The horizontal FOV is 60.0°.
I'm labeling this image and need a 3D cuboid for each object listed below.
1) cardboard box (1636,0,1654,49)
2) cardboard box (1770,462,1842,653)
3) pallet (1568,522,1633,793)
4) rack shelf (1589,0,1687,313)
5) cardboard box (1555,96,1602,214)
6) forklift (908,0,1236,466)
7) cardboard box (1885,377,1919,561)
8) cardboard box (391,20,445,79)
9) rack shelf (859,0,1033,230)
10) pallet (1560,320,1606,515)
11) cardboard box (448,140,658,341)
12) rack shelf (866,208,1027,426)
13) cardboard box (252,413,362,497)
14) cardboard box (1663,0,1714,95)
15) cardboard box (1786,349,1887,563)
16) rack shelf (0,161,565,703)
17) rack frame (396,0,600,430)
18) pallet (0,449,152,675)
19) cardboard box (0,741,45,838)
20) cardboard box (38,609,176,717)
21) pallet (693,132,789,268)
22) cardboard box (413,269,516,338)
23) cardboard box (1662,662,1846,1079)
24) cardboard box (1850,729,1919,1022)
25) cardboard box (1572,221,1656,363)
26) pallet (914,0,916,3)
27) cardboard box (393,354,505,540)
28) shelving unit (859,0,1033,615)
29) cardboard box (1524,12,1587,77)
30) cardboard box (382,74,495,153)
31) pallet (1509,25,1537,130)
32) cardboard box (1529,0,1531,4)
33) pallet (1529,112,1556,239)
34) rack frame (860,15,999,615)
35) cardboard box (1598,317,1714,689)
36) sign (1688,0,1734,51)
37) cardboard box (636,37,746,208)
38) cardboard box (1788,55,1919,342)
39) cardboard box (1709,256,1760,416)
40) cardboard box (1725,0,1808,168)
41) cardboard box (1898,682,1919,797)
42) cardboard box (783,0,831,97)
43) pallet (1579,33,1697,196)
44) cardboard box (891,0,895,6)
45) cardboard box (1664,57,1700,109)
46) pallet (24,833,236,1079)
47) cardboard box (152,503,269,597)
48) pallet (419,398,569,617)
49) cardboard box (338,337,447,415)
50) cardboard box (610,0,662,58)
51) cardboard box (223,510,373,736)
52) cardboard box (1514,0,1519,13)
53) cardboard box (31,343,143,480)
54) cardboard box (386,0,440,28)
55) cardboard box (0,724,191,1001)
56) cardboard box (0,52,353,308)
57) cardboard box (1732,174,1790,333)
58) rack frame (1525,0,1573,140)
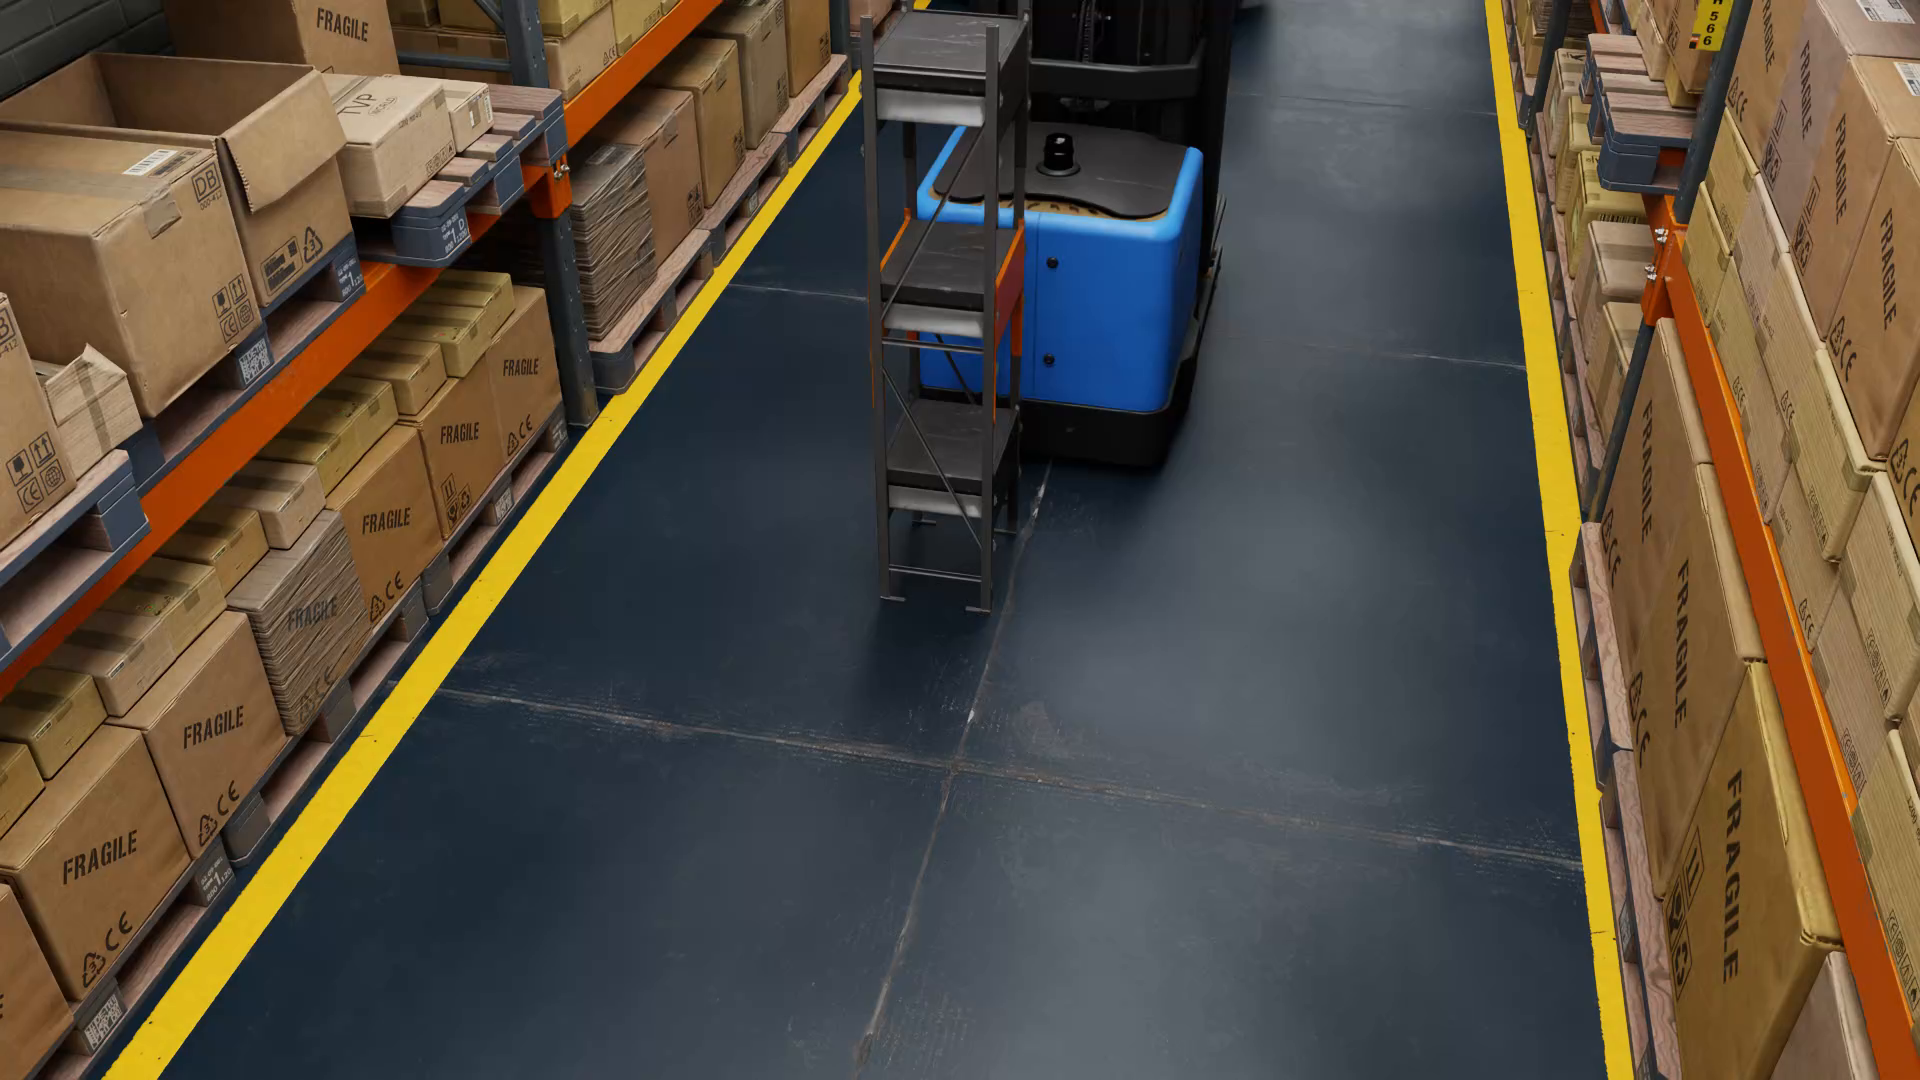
[{"bbox_3d":[2.736,-1.891,6.159,0.380,0.149,0.250,6,36,8],"label":"cardboard box"},{"bbox_3d":[2.175,0.041,3.765,0.500,0.250,0.500,7,37,10],"label":"cardboard box"},{"bbox_3d":[2.595,0.423,5.487,1.003,0.211,1.213,7,37,10],"label":"pallet"},{"bbox_3d":[3.264,-2.004,7.072,1.077,0.370,4.000,7,37,10],"label":"rack shelf"},{"bbox_3d":[3.432,-1.834,8.106,0.950,0.372,0.625,10,37,13],"label":"cardboard box"},{"bbox_3d":[0.631,-2.341,6.983,1.130,2.935,3.031,8,37,11],"label":"forklift"},{"bbox_3d":[2.064,-0.174,2.997,0.500,0.500,0.500,8,37,11],"label":"cardboard box"},{"bbox_3d":[-2.167,-1.998,6.578,0.500,0.250,0.500,7,36,9],"label":"cardboard box"},{"bbox_3d":[-0.035,-1.311,5.100,0.431,0.518,0.480,7,37,10],"label":"rack shelf"},{"bbox_3d":[3.006,-0.468,6.715,1.003,0.211,1.213,7,37,10],"label":"pallet"},{"bbox_3d":[-1.866,-1.333,7.199,0.875,0.625,0.625,8,37,11],"label":"cardboard box"},{"bbox_3d":[-0.035,-0.744,5.511,0.431,0.518,0.480,7,37,10],"label":"rack shelf"},{"bbox_3d":[-2.152,-0.280,5.300,0.380,0.149,0.250,7,36,9],"label":"cardboard box"},{"bbox_3d":[2.663,-1.775,5.447,0.500,0.500,0.500,6,36,9],"label":"cardboard box"},{"bbox_3d":[2.137,-0.161,3.619,0.500,0.250,0.500,8,37,11],"label":"cardboard box"},{"bbox_3d":[-2.440,-0.331,4.764,1.077,0.370,4.000,7,37,10],"label":"rack shelf"},{"bbox_3d":[-2.013,-1.769,6.135,1.000,3.000,0.127,7,37,10],"label":"rack frame"},{"bbox_3d":[-2.590,0.158,3.640,1.003,0.211,1.213,7,37,10],"label":"pallet"},{"bbox_3d":[-2.503,0.614,4.066,0.380,0.149,0.250,6,36,8],"label":"cardboard box"},{"bbox_3d":[-2.368,0.317,4.476,0.380,0.149,0.250,7,37,10],"label":"cardboard box"},{"bbox_3d":[-1.536,-1.804,8.559,1.003,0.211,1.213,7,37,10],"label":"pallet"},{"bbox_3d":[-1.871,-0.875,6.120,0.380,0.149,0.250,6,36,8],"label":"cardboard box"},{"bbox_3d":[2.222,0.950,3.835,0.875,0.875,0.875,8,37,11],"label":"cardboard box"},{"bbox_3d":[1.942,0.625,2.960,0.500,0.250,0.500,7,36,9],"label":"cardboard box"},{"bbox_3d":[3.117,-1.002,6.957,0.950,0.372,0.625,7,36,9],"label":"cardboard box"},{"bbox_3d":[-0.689,-4.085,11.707,1.003,0.211,1.213,7,37,10],"label":"pallet"},{"bbox_3d":[-2.010,-0.372,5.979,0.500,0.500,0.500,7,36,9],"label":"cardboard box"},{"bbox_3d":[-0.035,-0.755,5.503,0.431,2.100,0.503,7,37,10],"label":"shelving unit"},{"bbox_3d":[3.555,-2.871,9.641,0.500,0.250,0.500,9,37,12],"label":"cardboard box"},{"bbox_3d":[-1.778,-1.412,5.499,0.380,0.149,0.250,8,37,11],"label":"cardboard box"},{"bbox_3d":[3.800,-2.702,9.799,1.003,0.211,1.213,7,37,10],"label":"pallet"},{"bbox_3d":[3.663,-3.467,9.824,0.500,0.500,0.500,8,37,11],"label":"cardboard box"},{"bbox_3d":[3.527,-1.866,8.645,1.003,0.211,1.213,7,37,10],"label":"pallet"},{"bbox_3d":[-0.087,-0.615,5.310,0.400,2.100,0.015,7,37,10],"label":"rack frame"},{"bbox_3d":[2.609,-0.073,5.247,0.875,0.875,0.875,7,37,10],"label":"cardboard box"},{"bbox_3d":[2.305,-1.648,5.049,0.100,0.325,0.005,7,37,10],"label":"sign"},{"bbox_3d":[-1.591,-2.095,8.250,0.875,0.625,0.625,6,36,8],"label":"cardboard box"},{"bbox_3d":[2.271,-0.762,3.808,0.500,0.500,0.500,8,37,11],"label":"cardboard box"},{"bbox_3d":[2.394,-0.542,4.570,0.500,0.250,0.500,6,36,9],"label":"cardboard box"},{"bbox_3d":[2.493,-1.342,4.608,0.500,0.500,0.500,6,36,8],"label":"cardboard box"},{"bbox_3d":[1.939,0.432,2.800,0.500,0.250,0.500,8,37,11],"label":"cardboard box"},{"bbox_3d":[-1.259,-2.970,9.458,0.875,0.625,0.625,9,37,12],"label":"cardboard box"},{"bbox_3d":[2.885,-1.493,5.917,1.213,0.211,1.003,7,37,10],"label":"pallet"},{"bbox_3d":[-0.638,-3.648,10.712,0.500,0.250,0.500,7,36,9],"label":"cardboard box"},{"bbox_3d":[2.664,-1.597,5.754,0.380,0.149,0.250,8,37,11],"label":"cardboard box"},{"bbox_3d":[-2.730,1.182,4.439,1.003,0.211,1.213,7,37,10],"label":"pallet"},{"bbox_3d":[-2.284,0.017,4.890,0.380,0.149,0.250,7,37,10],"label":"cardboard box"},{"bbox_3d":[-2.209,-0.216,6.369,1.003,0.211,1.213,7,37,10],"label":"pallet"},{"bbox_3d":[-1.998,-0.569,5.698,0.380,0.149,0.250,6,36,8],"label":"cardboard box"},{"bbox_3d":[-1.567,-2.220,6.884,0.500,0.250,0.500,7,36,9],"label":"cardboard box"},{"bbox_3d":[-2.212,0.229,5.151,0.500,0.500,0.500,6,36,8],"label":"cardboard box"},{"bbox_3d":[3.772,-3.469,10.465,0.500,0.250,0.500,8,37,11],"label":"cardboard box"},{"bbox_3d":[-2.195,-0.340,3.919,0.396,0.266,0.258,9,37,12],"label":"cardboard box"},{"bbox_3d":[-2.188,-2.203,6.435,0.500,0.250,0.500,8,37,11],"label":"cardboard box"},{"bbox_3d":[-2.440,0.811,4.347,0.500,0.500,0.500,7,36,9],"label":"cardboard box"},{"bbox_3d":[-2.181,-1.022,4.658,0.797,0.503,0.637,7,36,9],"label":"cardboard box"},{"bbox_3d":[2.376,-0.735,4.410,0.500,0.250,0.500,8,37,11],"label":"cardboard box"},{"bbox_3d":[3.692,-3.442,8.443,1.000,3.000,0.127,7,37,10],"label":"rack frame"}]
